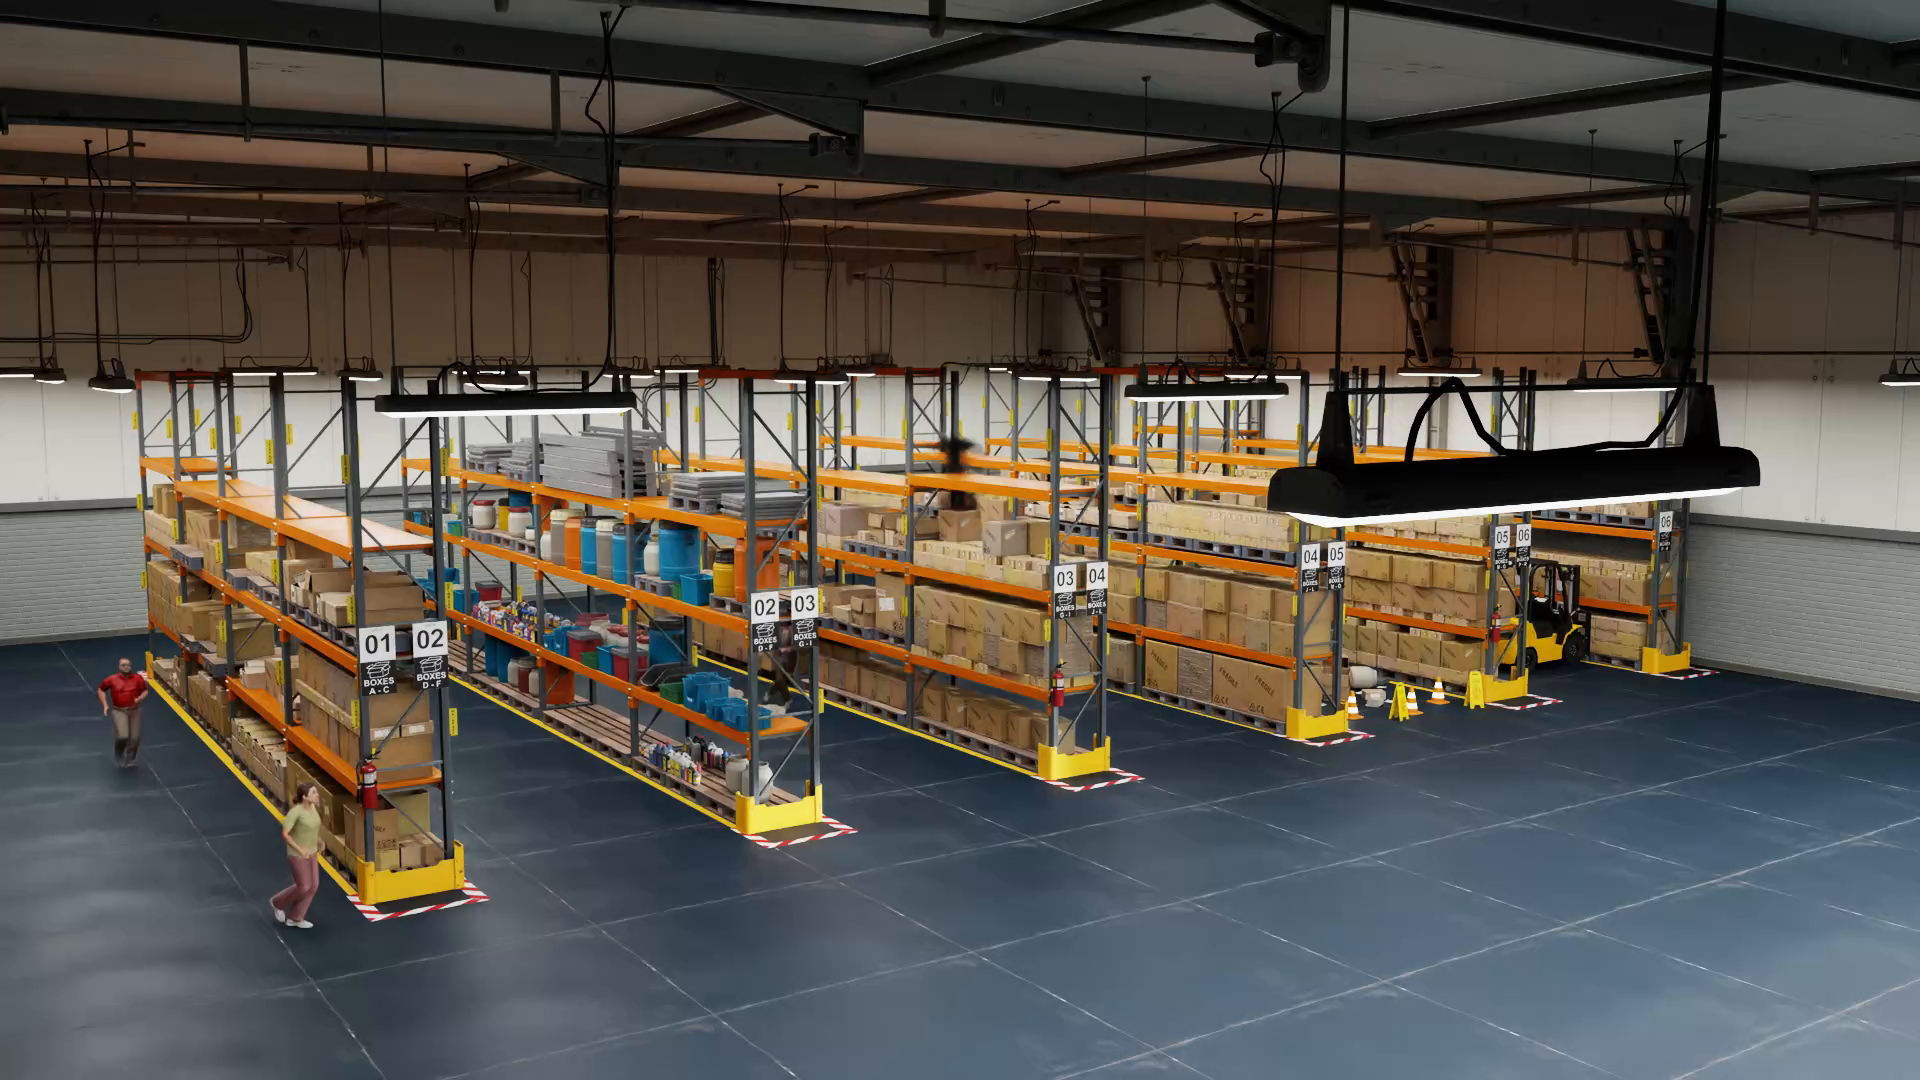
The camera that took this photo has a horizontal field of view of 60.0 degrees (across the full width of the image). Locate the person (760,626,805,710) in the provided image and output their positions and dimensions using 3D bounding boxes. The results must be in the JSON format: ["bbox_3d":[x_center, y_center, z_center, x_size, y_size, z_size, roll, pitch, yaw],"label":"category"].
[{"bbox_3d":[-3.173,2.147,29.788,0.820,1.731,0.755,0,6,-4],"label":"person"}]

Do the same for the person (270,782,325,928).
[{"bbox_3d":[-7.344,3.465,18.424,0.564,1.629,0.606,2,7,17],"label":"person"}]

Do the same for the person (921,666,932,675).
[{"bbox_3d":[-0.536,1.794,32.453,0.636,1.760,0.691,-6,9,-42],"label":"person"}]

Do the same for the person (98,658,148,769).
[{"bbox_3d":[-12.637,2.643,25.203,0.661,1.695,0.653,-5,8,-37],"label":"person"}]
